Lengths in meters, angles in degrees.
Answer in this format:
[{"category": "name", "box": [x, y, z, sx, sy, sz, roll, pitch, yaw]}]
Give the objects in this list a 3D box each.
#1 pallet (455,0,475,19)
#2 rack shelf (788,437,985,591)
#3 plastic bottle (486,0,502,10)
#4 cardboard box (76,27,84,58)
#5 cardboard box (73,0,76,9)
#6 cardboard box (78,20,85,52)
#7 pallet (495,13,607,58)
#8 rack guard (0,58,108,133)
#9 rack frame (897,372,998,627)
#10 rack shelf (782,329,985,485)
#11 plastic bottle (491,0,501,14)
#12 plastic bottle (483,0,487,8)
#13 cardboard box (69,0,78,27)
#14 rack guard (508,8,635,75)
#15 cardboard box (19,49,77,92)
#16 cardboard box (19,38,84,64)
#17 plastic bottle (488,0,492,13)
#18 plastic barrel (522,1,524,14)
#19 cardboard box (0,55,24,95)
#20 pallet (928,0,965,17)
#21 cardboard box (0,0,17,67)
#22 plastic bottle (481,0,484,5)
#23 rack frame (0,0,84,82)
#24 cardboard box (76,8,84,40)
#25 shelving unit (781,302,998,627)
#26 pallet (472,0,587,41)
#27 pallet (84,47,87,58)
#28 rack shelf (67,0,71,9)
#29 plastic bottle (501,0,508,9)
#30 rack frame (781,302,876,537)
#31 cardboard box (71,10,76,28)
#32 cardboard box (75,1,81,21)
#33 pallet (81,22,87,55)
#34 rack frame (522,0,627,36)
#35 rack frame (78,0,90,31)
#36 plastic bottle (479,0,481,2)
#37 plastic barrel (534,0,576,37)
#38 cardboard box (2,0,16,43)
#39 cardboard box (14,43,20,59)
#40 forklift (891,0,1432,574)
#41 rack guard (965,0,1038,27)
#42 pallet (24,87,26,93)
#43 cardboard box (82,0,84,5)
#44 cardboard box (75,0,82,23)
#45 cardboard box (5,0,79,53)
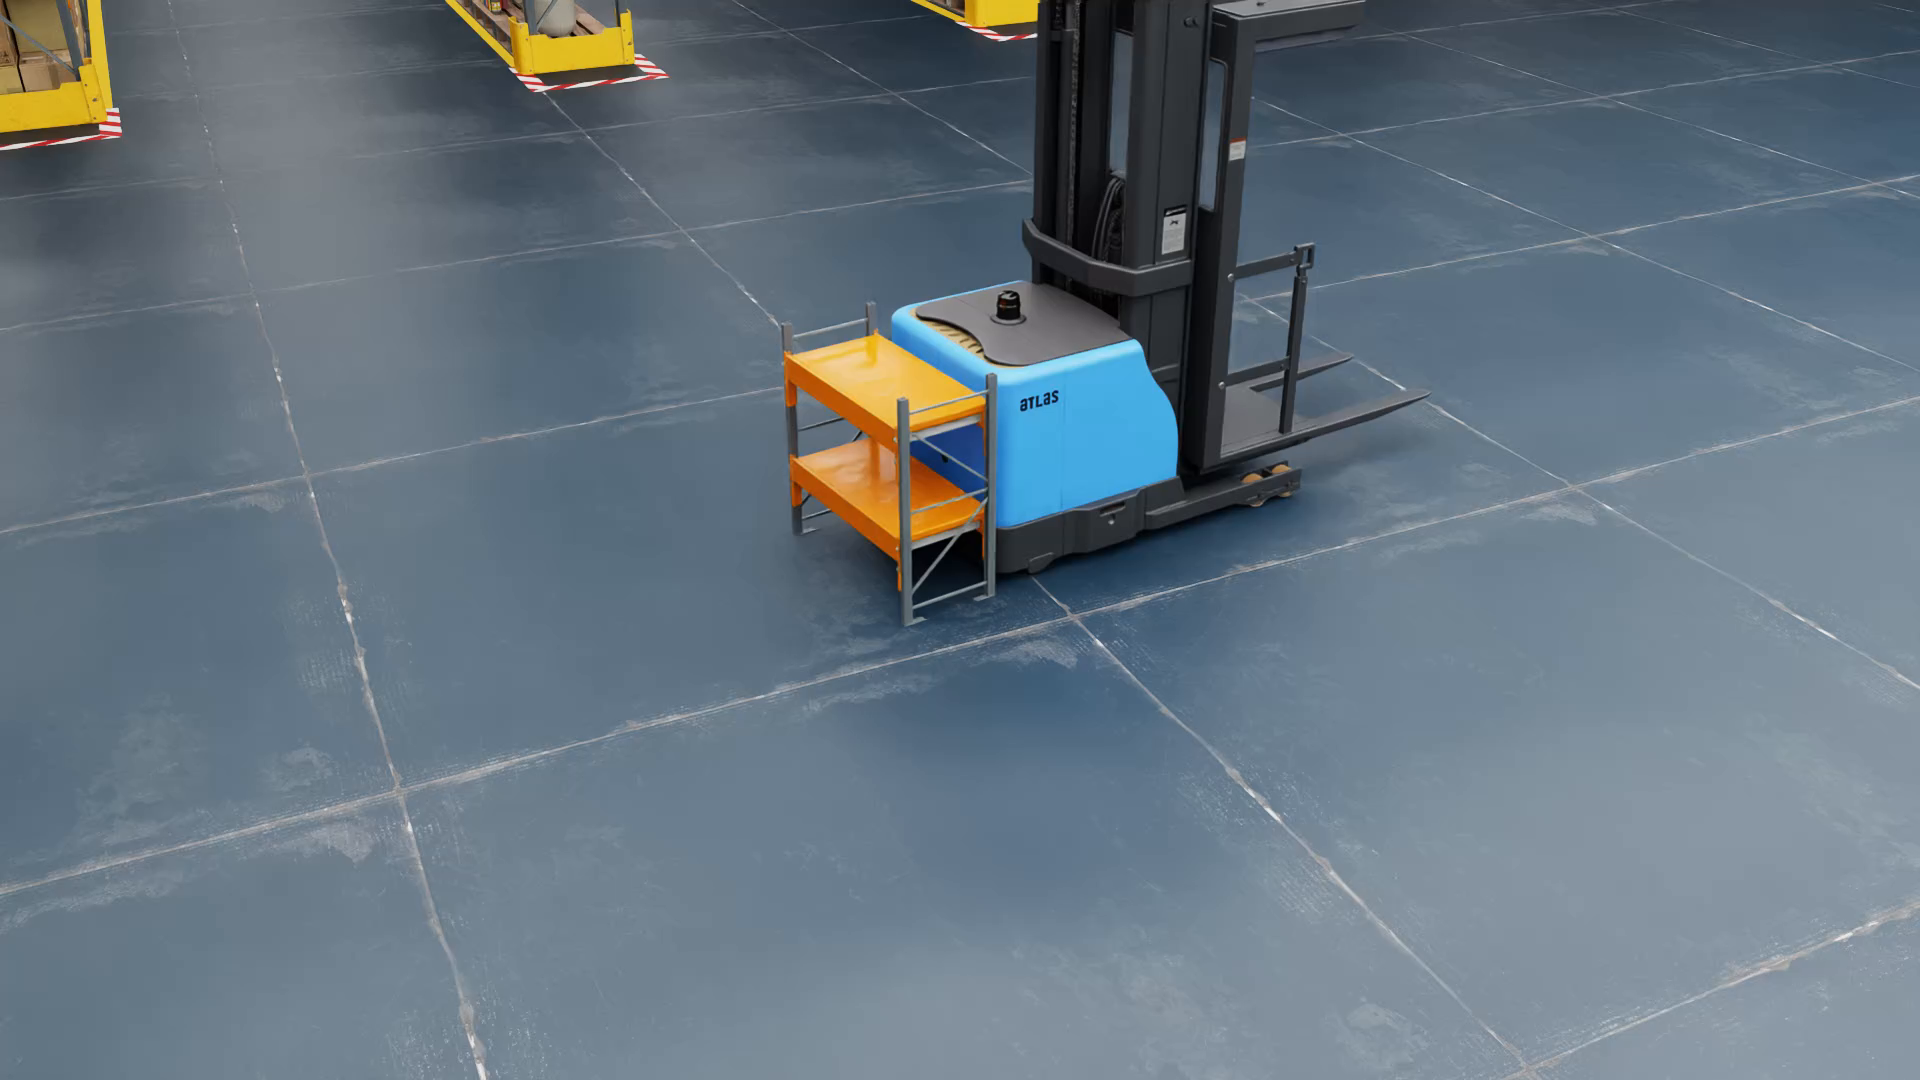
[{"category": "pallet", "box": [-5.273, -6.319, 19.303, 1.003, 0.211, 1.213, -13, 32, -22]}, {"category": "rack shelf", "box": [-0.336, -0.161, 7.887, 0.538, 0.278, 1.000, -18, 34, -29]}, {"category": "plastic bottle", "box": [-5.074, -5.914, 18.065, 0.152, 0.276, 0.135, -13, 32, -22]}, {"category": "cardboard box", "box": [-8.743, -4.744, 16.025, 0.500, 0.250, 0.500, -13, 32, -22]}, {"category": "cardboard box", "box": [-9.180, -5.511, 16.626, 0.500, 0.500, 0.500, -13, 32, -22]}, {"category": "cardboard box", "box": [-8.953, -4.966, 16.421, 0.500, 0.250, 0.500, -13, 32, -22]}, {"category": "pallet", "box": [-4.225, -5.241, 17.381, 1.003, 0.211, 1.213, -13, 32, -22]}, {"category": "rack guard", "box": [-8.271, -3.934, 14.755, 1.175, 0.500, 0.348, -13, 32, -22]}, {"category": "rack frame", "box": [-0.052, -0.168, 7.400, 0.500, 1.125, 0.032, -18, 34, -29]}, {"category": "rack shelf", "box": [-0.336, -0.630, 7.625, 0.538, 0.278, 1.000, -18, 34, -29]}, {"category": "plastic bottle", "box": [-4.991, -5.764, 17.874, 0.097, 0.201, 0.097, 0, 29, 0]}, {"category": "plastic bottle", "box": [-5.134, -5.975, 18.174, 0.152, 0.276, 0.135, -14, 32, -23]}, {"category": "cardboard box", "box": [-8.952, -5.293, 16.238, 0.500, 0.500, 0.500, -13, 32, -22]}, {"category": "rack guard", "box": [-3.881, -5.007, 16.668, 1.175, 0.500, 0.348, -13, 32, -22]}, {"category": "cardboard box", "box": [-8.311, -4.303, 15.238, 0.500, 0.250, 0.500, -13, 32, -22]}, {"category": "cardboard box", "box": [-8.529, -4.523, 15.631, 0.500, 0.250, 0.500, -13, 32, -22]}, {"category": "plastic bottle", "box": [-5.057, -5.848, 17.939, 0.061, 0.283, 0.133, -12, 32, -21]}, {"category": "plastic barrel", "box": [-4.373, -5.668, 17.405, 0.421, 0.512, 0.421, 0, 29, 0]}, {"category": "cardboard box", "box": [-8.779, -4.194, 15.044, 0.500, 0.250, 0.500, -13, 32, -22]}, {"category": "pallet", "box": [0.318, -6.297, 19.264, 1.003, 0.211, 1.213, -13, 32, -22]}, {"category": "cardboard box", "box": [-8.781, -4.521, 14.860, 0.500, 0.500, 0.500, -13, 32, -22]}, {"category": "plastic bottle", "box": [-5.208, -6.080, 18.285, 0.144, 0.351, 0.185, -12, 31, -20]}, {"category": "rack frame", "box": [-8.282, -5.035, 14.163, 1.000, 3.000, 0.127, -13, 32, -22]}, {"category": "cardboard box", "box": [-9.169, -5.186, 16.814, 0.500, 0.250, 0.500, -13, 32, -22]}, {"category": "shelving unit", "box": [-0.336, -0.375, 7.768, 0.538, 1.125, 1.048, -18, 34, -29]}, {"category": "pallet", "box": [-4.745, -5.779, 18.341, 1.003, 0.211, 1.213, -13, 32, -22]}, {"category": "pallet", "box": [-9.168, -4.686, 16.391, 1.003, 0.211, 1.213, -13, 32, -22]}, {"category": "rack shelf", "box": [-9.140, -5.605, 15.914, 1.077, 0.370, 4.000, -13, 32, -22]}, {"category": "plastic bottle", "box": [-4.978, -5.940, 18.103, 0.061, 0.283, 0.133, -13, 32, -22]}, {"category": "rack frame", "box": [-0.620, -0.581, 8.136, 0.500, 1.125, 0.032, -18, 34, -29]}, {"category": "cardboard box", "box": [-8.754, -5.068, 15.837, 0.500, 0.500, 0.500, -13, 32, -22]}, {"category": "cardboard box", "box": [-9.397, -5.404, 17.203, 0.500, 0.250, 0.500, -13, 32, -22]}, {"category": "pallet", "box": [-9.695, -5.226, 17.354, 1.003, 0.211, 1.213, -13, 32, -22]}, {"category": "rack frame", "box": [-3.806, -6.074, 16.015, 1.000, 3.000, 0.127, -13, 32, -22]}, {"category": "rack frame", "box": [-9.999, -6.802, 17.314, 1.000, 3.000, 0.127, -13, 32, -22]}, {"category": "plastic bottle", "box": [-5.288, -6.162, 18.431, 0.144, 0.351, 0.185, -13, 32, -22]}, {"category": "plastic barrel", "box": [-4.158, -5.446, 17.010, 0.421, 0.512, 0.421, 0, 29, 0]}, {"category": "cardboard box", "box": [-9.223, -4.959, 15.642, 0.500, 0.500, 0.500, -13, 32, -22]}, {"category": "cardboard box", "box": [-9.004, -4.412, 15.434, 0.500, 0.250, 0.500, -13, 32, -22]}, {"category": "forklift", "box": [1.172, -1.650, 8.196, 3.031, 2.935, 1.130, -17, 34, -28]}, {"category": "rack guard", "box": [0.634, -6.057, 18.540, 1.175, 0.500, 0.348, -13, 32, -22]}, {"category": "pallet", "box": [-8.648, -4.148, 15.432, 1.003, 0.211, 1.213, -13, 32, -22]}, {"category": "cardboard box", "box": [-9.948, -6.016, 18.294, 0.500, 0.250, 0.500, -14, 32, -23]}, {"category": "cardboard box", "box": [-9.602, -5.627, 17.600, 0.500, 0.250, 0.500, -13, 32, -22]}, {"category": "cardboard box", "box": [-8.527, -4.850, 15.448, 0.500, 0.500, 0.500, -13, 32, -22]}]
